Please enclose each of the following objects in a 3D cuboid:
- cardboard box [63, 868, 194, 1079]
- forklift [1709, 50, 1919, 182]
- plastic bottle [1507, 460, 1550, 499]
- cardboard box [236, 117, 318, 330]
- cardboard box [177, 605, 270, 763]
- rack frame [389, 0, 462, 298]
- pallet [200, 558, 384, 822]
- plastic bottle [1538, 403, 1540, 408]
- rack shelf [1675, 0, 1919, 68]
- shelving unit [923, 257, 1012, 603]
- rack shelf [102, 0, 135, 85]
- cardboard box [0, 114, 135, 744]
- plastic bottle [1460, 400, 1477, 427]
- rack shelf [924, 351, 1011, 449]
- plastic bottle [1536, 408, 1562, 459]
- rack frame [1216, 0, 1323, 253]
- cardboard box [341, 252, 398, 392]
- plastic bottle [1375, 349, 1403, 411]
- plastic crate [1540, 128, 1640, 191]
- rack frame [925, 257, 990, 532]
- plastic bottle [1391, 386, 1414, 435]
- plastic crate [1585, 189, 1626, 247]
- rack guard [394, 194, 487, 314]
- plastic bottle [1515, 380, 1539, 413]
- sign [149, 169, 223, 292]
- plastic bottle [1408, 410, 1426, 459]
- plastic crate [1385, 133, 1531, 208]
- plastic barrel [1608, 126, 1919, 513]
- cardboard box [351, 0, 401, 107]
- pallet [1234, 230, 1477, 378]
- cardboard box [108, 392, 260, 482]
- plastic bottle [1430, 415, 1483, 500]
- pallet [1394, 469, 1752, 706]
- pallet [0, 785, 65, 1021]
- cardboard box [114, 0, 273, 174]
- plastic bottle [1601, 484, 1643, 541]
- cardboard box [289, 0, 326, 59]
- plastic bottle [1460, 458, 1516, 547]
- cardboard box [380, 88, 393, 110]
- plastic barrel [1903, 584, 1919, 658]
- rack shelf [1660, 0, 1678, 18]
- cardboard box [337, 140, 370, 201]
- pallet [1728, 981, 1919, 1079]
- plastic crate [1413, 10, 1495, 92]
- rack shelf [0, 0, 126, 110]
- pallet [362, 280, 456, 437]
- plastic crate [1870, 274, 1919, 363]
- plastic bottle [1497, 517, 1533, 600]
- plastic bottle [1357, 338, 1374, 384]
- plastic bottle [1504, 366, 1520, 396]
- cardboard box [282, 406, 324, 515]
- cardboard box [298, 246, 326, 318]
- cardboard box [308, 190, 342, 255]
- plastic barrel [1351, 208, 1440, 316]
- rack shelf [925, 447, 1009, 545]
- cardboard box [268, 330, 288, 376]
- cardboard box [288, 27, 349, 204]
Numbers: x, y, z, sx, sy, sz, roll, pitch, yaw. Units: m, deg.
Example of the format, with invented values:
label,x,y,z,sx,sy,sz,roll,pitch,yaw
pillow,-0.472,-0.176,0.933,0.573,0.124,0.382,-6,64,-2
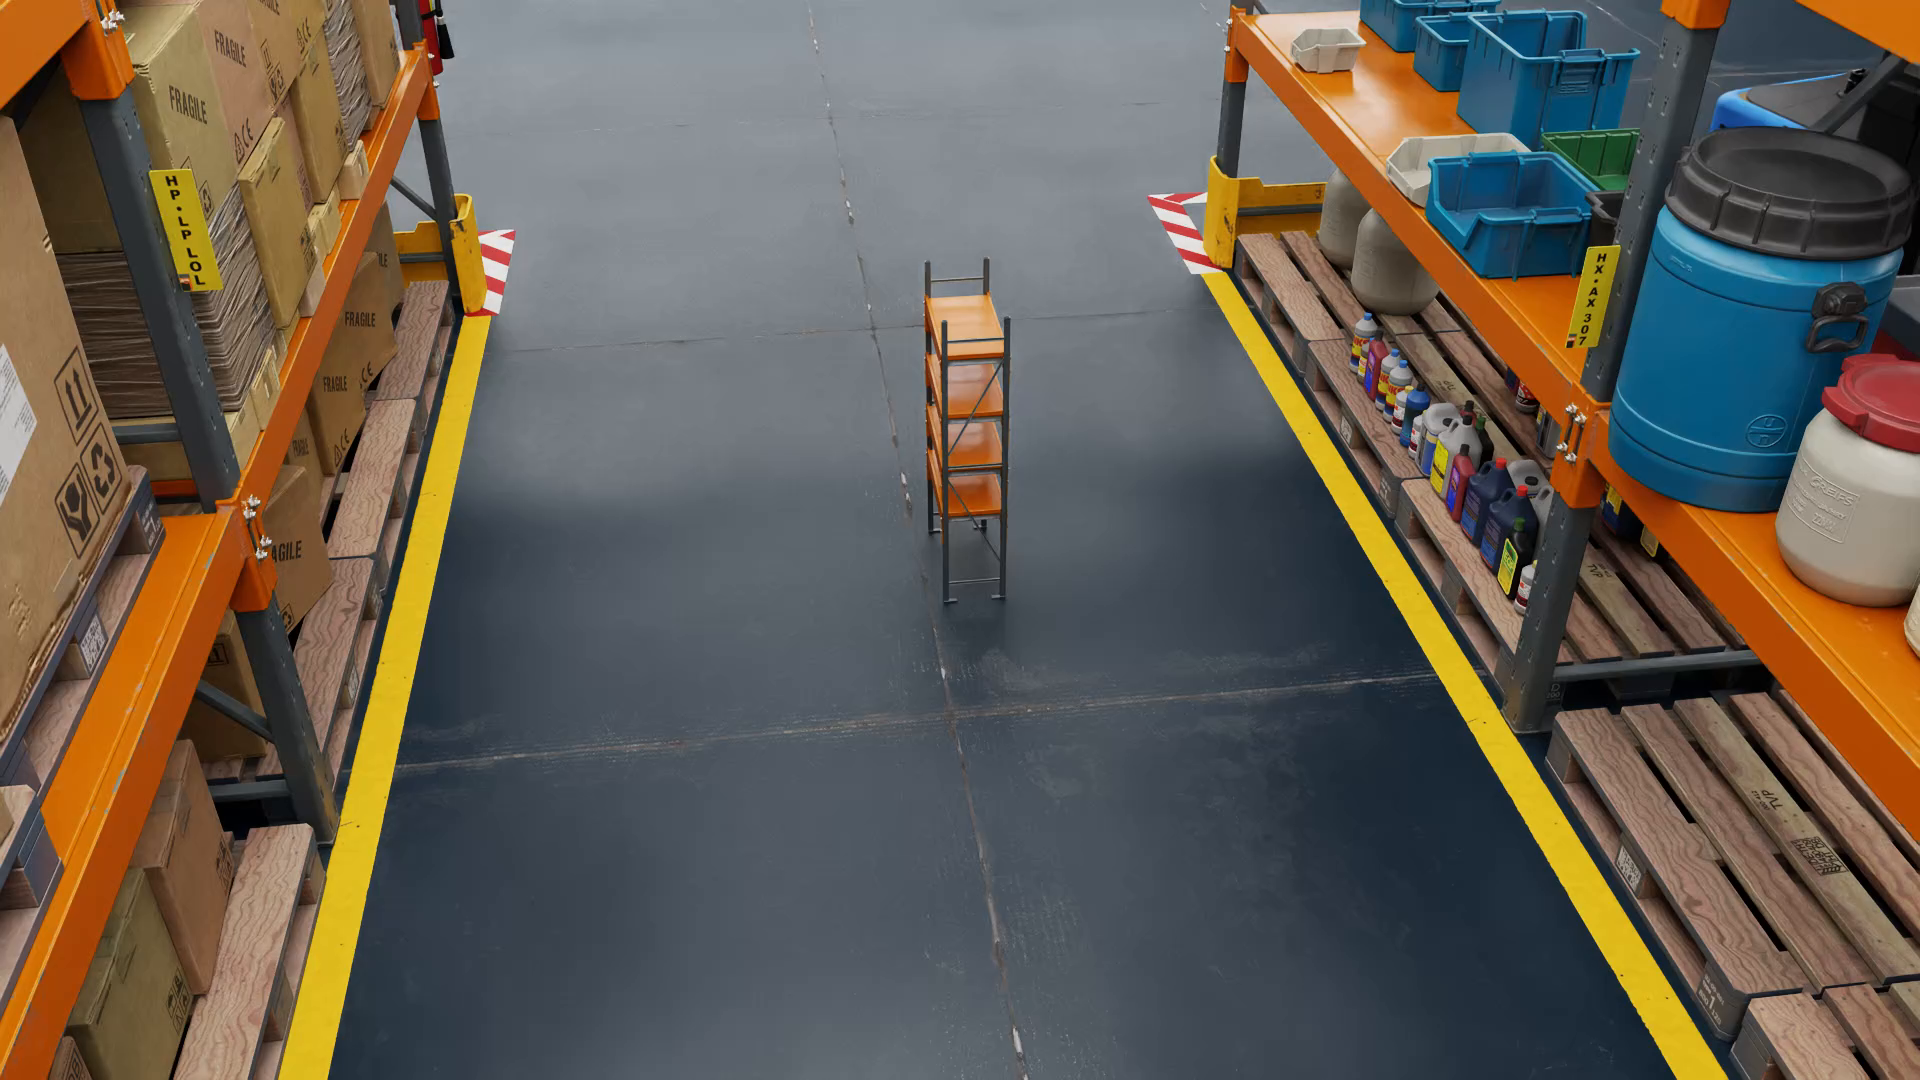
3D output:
label,x,y,z,sx,sy,sz,roll,pitch,yaw
cardboard box,-2.397,1.206,4.146,0.700,0.500,0.500,-5,35,-7
forklift,4.638,-1.807,6.800,1.130,2.935,3.031,-12,36,-17
plastic bottle,2.150,-0.158,6.347,0.152,0.276,0.135,-4,35,-6
cardboard box,-2.535,-0.959,5.140,0.875,0.500,0.500,-4,35,-6
cardboard box,-2.517,0.376,5.381,0.500,0.500,0.500,-5,35,-8
rack frame,-3.041,-2.489,7.739,1.000,3.000,0.127,-4,35,-6
pallet,-2.629,0.523,5.795,1.003,0.211,1.213,-4,35,-6
plastic bottle,2.574,-0.709,7.154,0.152,0.276,0.135,-5,35,-8
rack shelf,2.674,-0.458,2.734,1.077,0.370,4.000,-4,35,-6
shelving unit,0.022,-0.403,6.277,0.258,1.200,0.503,-4,35,-6
rack shelf,-2.772,-2.315,5.459,1.077,0.370,4.000,-4,35,-6
cardboard box,-2.535,-0.225,3.510,1.000,1.000,1.000,-4,34,-6
plastic bottle,2.051,-0.416,6.718,0.061,0.283,0.133,-4,35,-6
rack shelf,0.022,-0.533,6.188,0.258,0.148,0.480,-4,35,-6
plastic bottle,2.481,-0.488,6.830,0.152,0.276,0.135,-4,35,-6
rack frame,1.867,-2.864,8.289,1.000,3.000,0.127,-4,35,-6
cardboard box,-2.859,-0.949,7.326,0.500,0.500,0.500,4,35,6
plastic bottle,1.848,-0.692,7.134,0.097,0.271,0.097,0,34,0
plastic crate,2.502,-1.324,6.217,0.450,0.188,0.662,-4,35,-6
rack frame,-0.011,-0.540,6.476,0.240,1.200,0.015,-4,35,-6
plastic bottle,1.875,-0.552,6.991,0.097,0.201,0.097,0,34,0
plastic crate,2.460,-0.908,5.474,0.767,0.338,0.504,-4,35,-6
rack guard,-3.031,-1.414,8.381,1.175,0.500,0.348,-4,35,-6
plastic bottle,2.452,-0.658,7.146,0.097,0.201,0.097,0,34,0
sign,-1.954,-0.780,4.202,0.100,0.325,0.005,-4,35,-6
plastic bottle,1.902,-0.437,6.822,0.097,0.201,0.097,0,34,0
plastic crate,1.935,-1.410,6.390,0.530,0.136,0.437,-4,35,-6
plastic barrel,2.156,-0.601,4.523,0.600,0.901,0.708,-4,35,-6
cardboard box,-2.808,-2.075,6.778,0.875,0.500,0.500,-4,35,-6
pallet,2.028,-1.219,8.352,1.003,0.211,1.213,-4,35,-6
cardboard box,-2.234,-0.296,4.744,0.380,0.149,0.250,-4,35,-6
plastic bottle,1.963,-0.344,6.553,0.144,0.351,0.185,-5,35,-7
pallet,2.356,0.142,6.354,1.003,0.211,1.213,-4,35,-6
pallet,-2.272,0.953,2.859,1.003,0.211,1.213,-4,35,-6
cardboard box,-2.381,-1.384,4.876,0.500,0.500,0.500,-4,35,-6
plastic bottle,2.565,-0.190,6.327,0.144,0.351,0.185,-4,35,-6
cardboard box,-2.526,-1.941,5.694,0.500,0.500,0.500,-4,35,-6
plastic bottle,2.007,-0.164,6.289,0.144,0.351,0.185,-6,35,-9
cardboard box,-2.681,-1.967,7.196,0.380,0.149,0.250,-4,35,-6
plastic barrel,2.431,0.175,3.952,0.301,0.262,0.301,0,34,0
rack shelf,2.136,-2.691,6.010,1.077,0.370,4.000,-4,35,-6
cardboard box,-2.492,-1.413,6.383,0.380,0.149,0.250,-4,35,-6
pallet,2.716,1.638,4.159,1.003,0.211,1.213,-4,35,-6
plastic crate,2.312,-2.183,7.422,0.499,0.251,0.408,-4,35,-6
rack shelf,-2.234,-0.083,2.184,1.077,0.370,4.000,-4,35,-6
pallet,-2.957,-0.838,7.793,1.003,0.211,1.213,-4,35,-6
plastic crate,2.773,-0.412,4.634,0.402,0.464,0.583,-4,35,-6
plastic bottle,2.013,0.065,6.012,0.061,0.283,0.133,-3,34,-4
plastic bottle,1.816,-0.797,7.350,0.097,0.201,0.097,0,34,0
plastic bottle,2.449,-0.781,7.254,0.061,0.283,0.133,-4,35,-6
cardboard box,-2.763,-0.283,6.349,0.500,0.500,0.500,-7,35,-11
cardboard box,-2.352,-0.855,5.565,0.380,0.149,0.250,-4,35,-6
cardboard box,-2.449,-1.132,5.971,0.380,0.149,0.250,-4,35,-6
plastic barrel,2.098,-1.369,7.931,0.421,0.512,0.421,0,34,0
rack shelf,0.022,-0.184,6.426,0.258,0.148,0.480,-4,35,-6
cardboard box,-2.316,-0.574,5.152,0.380,0.149,0.250,-4,35,-6
cardboard box,-2.728,-1.512,5.953,0.875,0.500,0.500,-4,35,-6
